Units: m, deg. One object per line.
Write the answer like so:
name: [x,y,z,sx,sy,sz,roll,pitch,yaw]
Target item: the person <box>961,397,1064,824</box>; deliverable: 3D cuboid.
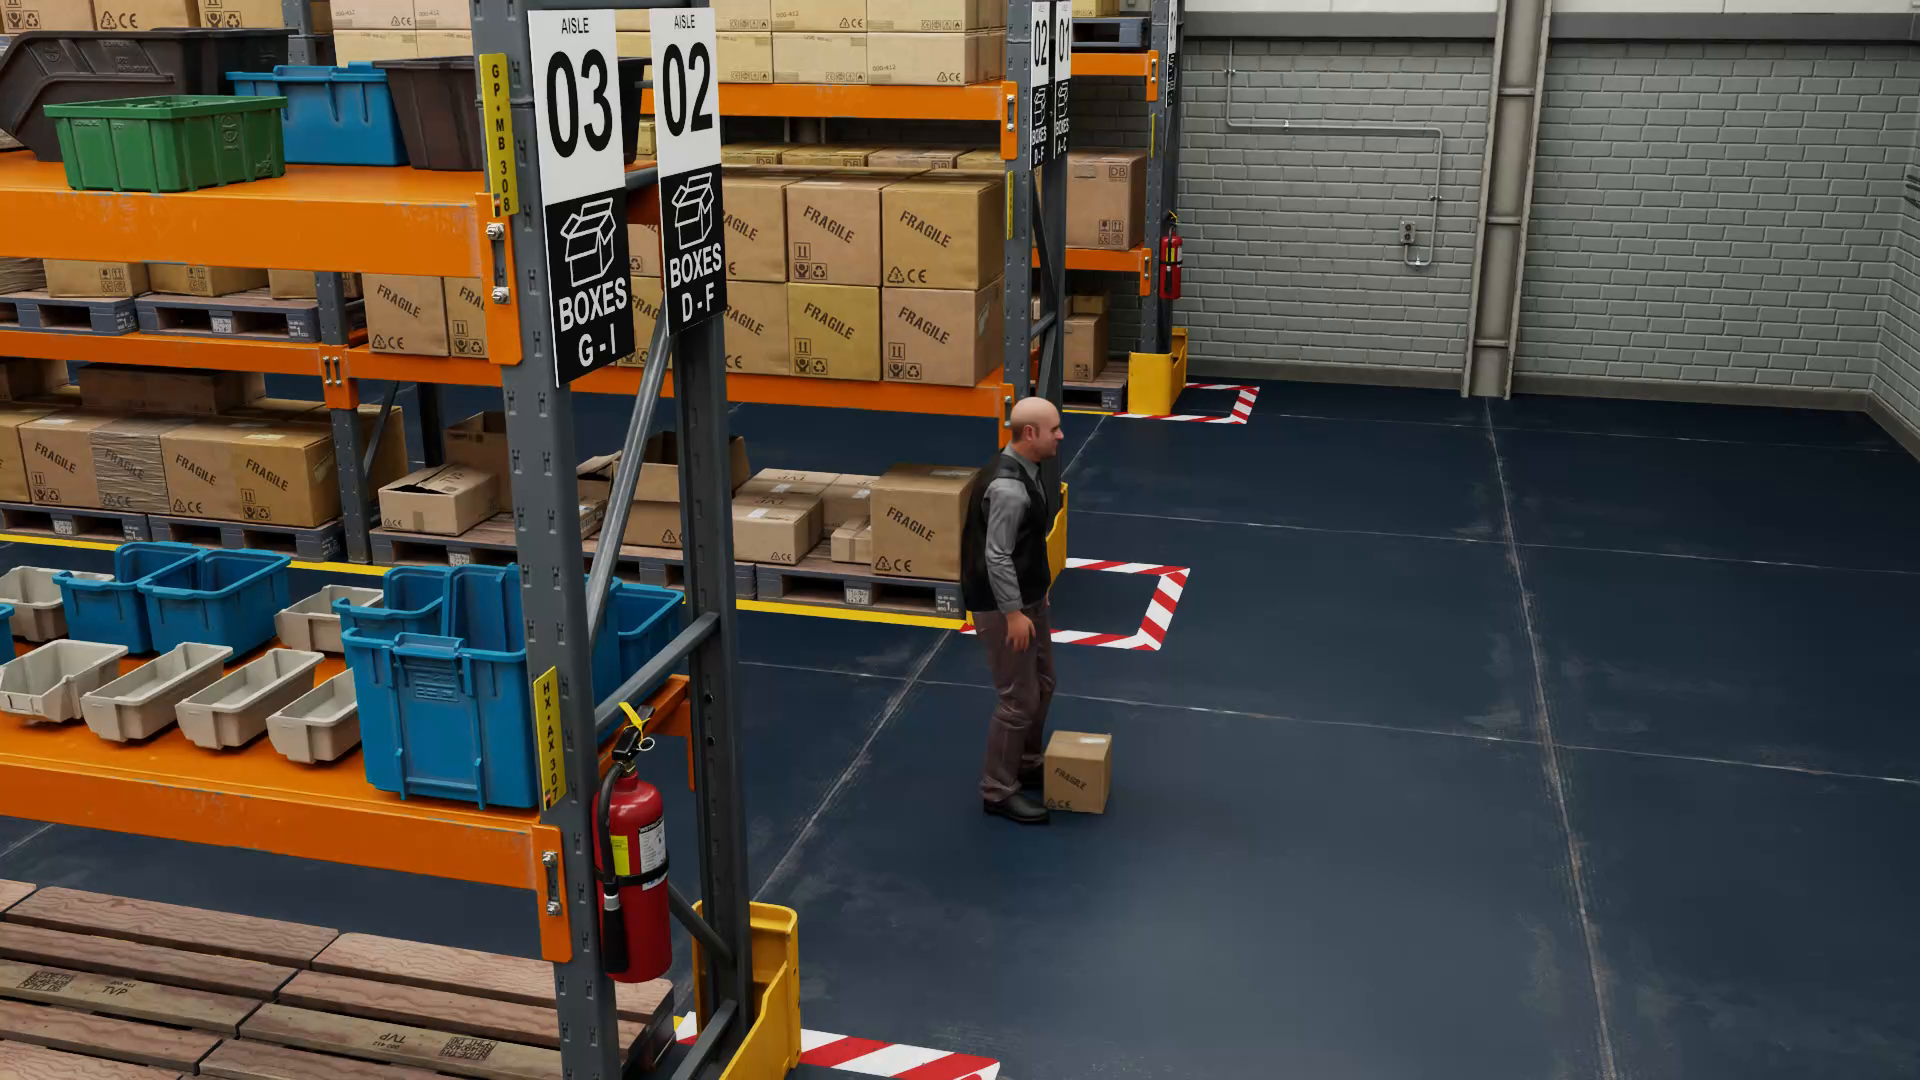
person: [0.242,0.258,6.809,0.474,1.720,0.572,4,19,12]
